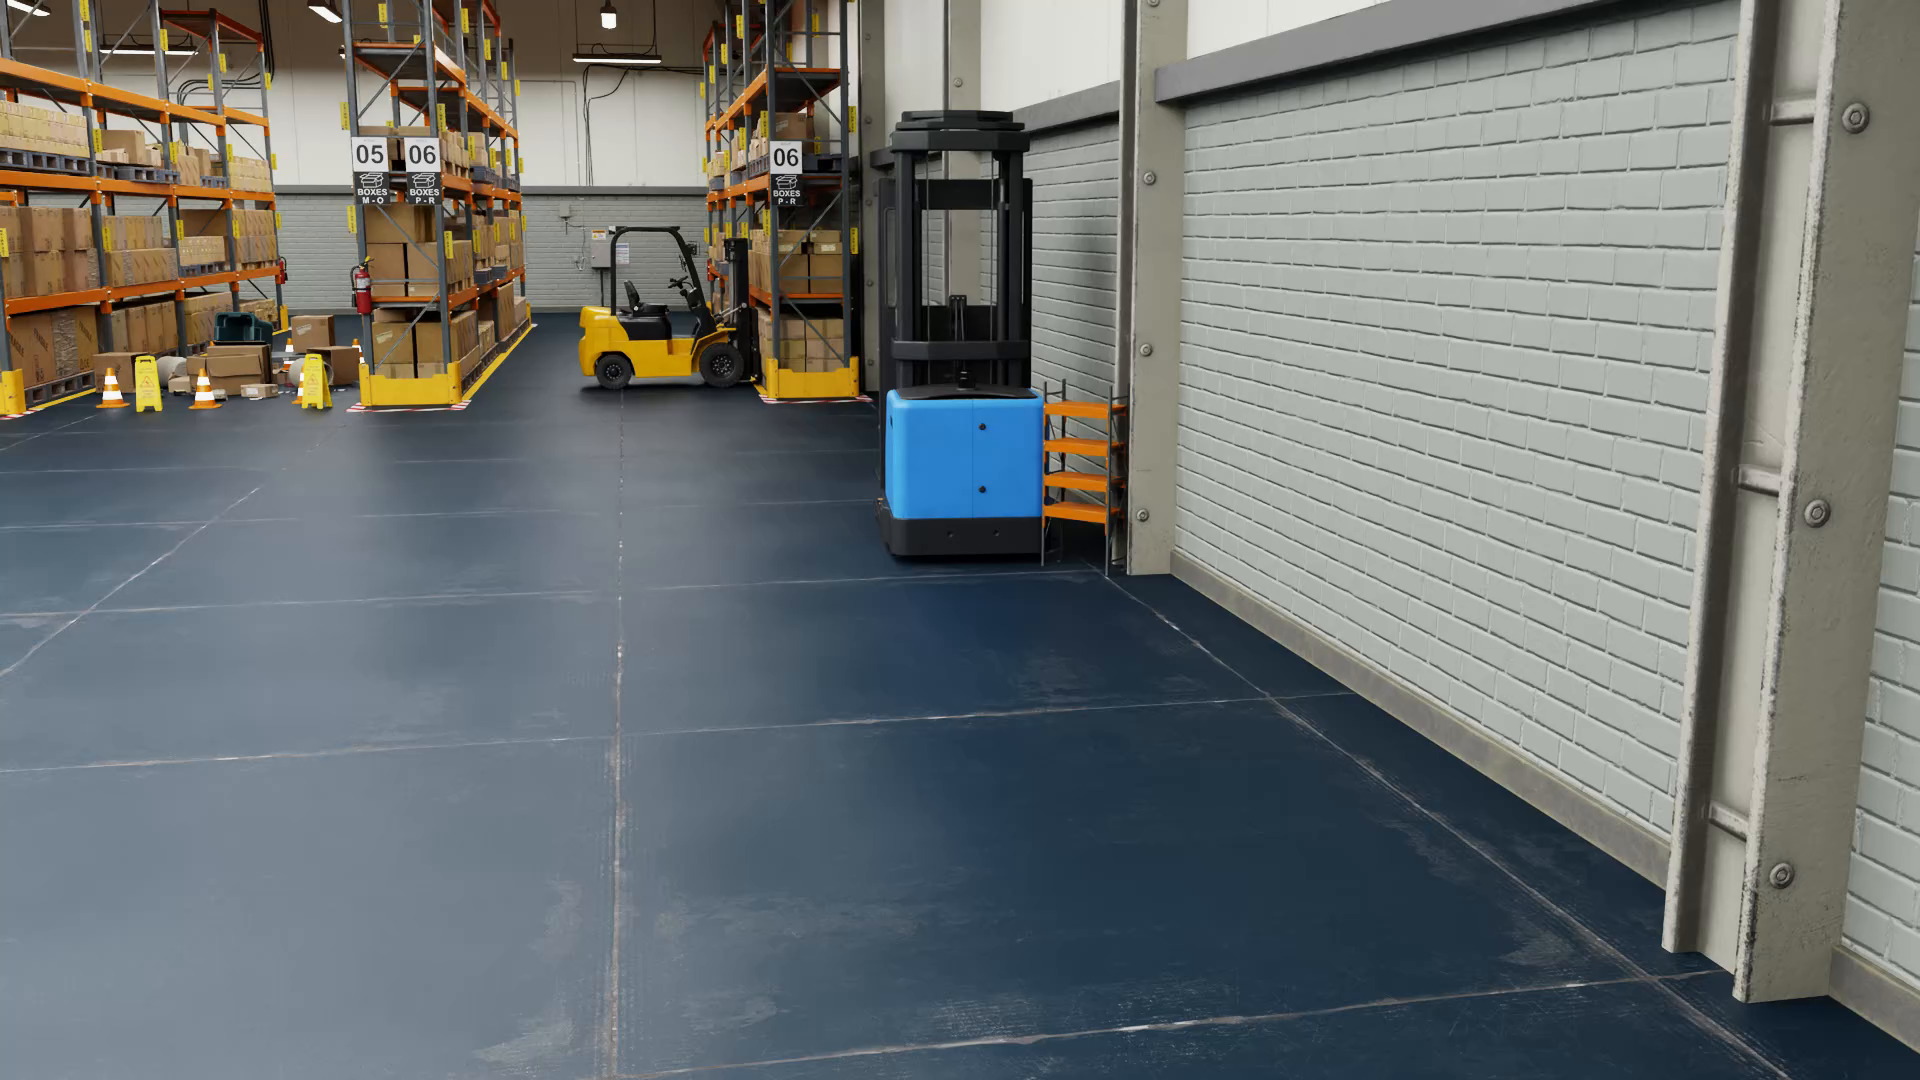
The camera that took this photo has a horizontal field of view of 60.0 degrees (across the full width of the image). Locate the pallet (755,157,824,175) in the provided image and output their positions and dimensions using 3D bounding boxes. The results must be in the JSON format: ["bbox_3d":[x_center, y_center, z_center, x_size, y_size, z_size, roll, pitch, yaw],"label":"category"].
[{"bbox_3d":[-2.252,-5.119,22.781,1.003,0.211,1.213,-2,11,-11],"label":"pallet"}]

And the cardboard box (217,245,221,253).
[{"bbox_3d":[-13.614,-5.270,30.114,0.380,0.149,0.250,-2,11,-11],"label":"cardboard box"}]

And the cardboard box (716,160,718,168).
[{"bbox_3d":[-4.400,-7.075,31.308,0.380,0.149,0.250,-2,11,-12],"label":"cardboard box"}]

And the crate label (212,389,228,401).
[{"bbox_3d":[-9.353,-1.817,20.878,0.250,0.136,0.298,-9,14,-40],"label":"crate label"}]

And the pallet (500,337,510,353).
[{"bbox_3d":[-8.403,-3.397,28.980,1.003,0.211,1.213,-2,11,-11],"label":"pallet"}]

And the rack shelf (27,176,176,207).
[{"bbox_3d":[-12.771,-5.174,24.762,1.077,0.370,4.000,-2,11,-11],"label":"rack shelf"}]

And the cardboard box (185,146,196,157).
[{"bbox_3d":[-13.766,-6.597,28.914,0.797,0.503,0.637,-2,11,-12],"label":"cardboard box"}]

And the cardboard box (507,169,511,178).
[{"bbox_3d":[-9.704,-7.663,34.923,0.500,0.250,0.500,-3,11,-16],"label":"cardboard box"}]

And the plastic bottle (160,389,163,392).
[{"bbox_3d":[-10.635,-1.966,21.860,0.283,0.061,0.133,-6,13,-31],"label":"plastic bottle"}]

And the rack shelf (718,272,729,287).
[{"bbox_3d":[-3.845,-4.814,30.892,1.077,0.370,4.000,-2,11,-11],"label":"rack shelf"}]

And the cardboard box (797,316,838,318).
[{"bbox_3d":[-1.908,-2.867,22.293,0.500,0.250,0.500,-2,11,-11],"label":"cardboard box"}]

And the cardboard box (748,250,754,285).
[{"bbox_3d":[-2.847,-4.025,24.556,0.500,0.500,0.500,-2,11,-13],"label":"cardboard box"}]

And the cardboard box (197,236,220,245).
[{"bbox_3d":[-13.615,-5.414,30.077,0.380,0.149,0.250,-2,11,-13],"label":"cardboard box"}]

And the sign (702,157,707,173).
[{"bbox_3d":[-5.544,-8.151,36.140,0.100,0.325,0.005,-2,11,-11],"label":"sign"}]

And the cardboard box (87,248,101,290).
[{"bbox_3d":[-12.298,-3.694,22.681,0.875,0.550,0.550,-2,11,-11],"label":"cardboard box"}]

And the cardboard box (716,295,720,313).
[{"bbox_3d":[-4.853,-4.872,34.834,0.500,0.500,0.500,-2,11,-10],"label":"cardboard box"}]

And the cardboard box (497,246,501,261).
[{"bbox_3d":[-8.279,-4.988,28.947,0.500,0.250,0.500,-2,11,-10],"label":"cardboard box"}]

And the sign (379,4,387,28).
[{"bbox_3d":[-8.089,-7.349,23.316,0.100,0.325,0.005,-2,11,-11],"label":"sign"}]

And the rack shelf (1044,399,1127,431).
[{"bbox_3d":[0.803,-0.795,10.562,0.480,0.148,0.258,8,13,36],"label":"rack shelf"}]

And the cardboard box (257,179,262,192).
[{"bbox_3d":[-14.178,-7.030,32.986,0.500,0.250,0.500,-2,11,-9],"label":"cardboard box"}]

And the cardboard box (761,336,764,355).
[{"bbox_3d":[-2.388,-2.605,22.254,0.500,0.250,0.500,-2,11,-12],"label":"cardboard box"}]

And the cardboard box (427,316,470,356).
[{"bbox_3d":[-6.854,-2.727,22.225,0.500,0.500,0.500,-2,11,-10],"label":"cardboard box"}]

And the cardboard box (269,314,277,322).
[{"bbox_3d":[-14.259,-4.562,34.143,0.380,0.149,0.250,-2,11,-9],"label":"cardboard box"}]

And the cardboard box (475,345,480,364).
[{"bbox_3d":[-7.167,-2.643,23.791,0.500,0.250,0.500,-2,11,-8],"label":"cardboard box"}]

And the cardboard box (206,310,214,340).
[{"bbox_3d":[-13.253,-3.725,28.805,0.500,0.500,0.500,-2,11,-12],"label":"cardboard box"}]

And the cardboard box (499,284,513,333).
[{"bbox_3d":[-8.719,-4.240,30.508,0.875,0.875,0.875,-2,11,-9],"label":"cardboard box"}]

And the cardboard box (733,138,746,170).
[{"bbox_3d":[-3.357,-6.348,27.347,0.700,0.500,0.500,-2,11,-12],"label":"cardboard box"}]

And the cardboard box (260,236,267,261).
[{"bbox_3d":[-14.173,-5.823,33.206,0.500,0.500,0.500,-2,11,-11],"label":"cardboard box"}]

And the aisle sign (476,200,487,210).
[{"bbox_3d":[-10.178,-7.367,35.425,0.394,0.787,0.004,-2,11,-11],"label":"aisle sign"}]

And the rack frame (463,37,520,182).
[{"bbox_3d":[-9.880,-9.034,35.094,1.000,3.000,0.127,-2,11,-11],"label":"rack frame"}]

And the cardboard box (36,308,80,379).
[{"bbox_3d":[-12.149,-2.567,21.720,0.875,0.875,0.875,-2,11,-11],"label":"cardboard box"}]

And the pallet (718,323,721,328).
[{"bbox_3d":[-4.366,-4.291,33.675,1.003,0.211,1.213,-2,11,-11],"label":"pallet"}]

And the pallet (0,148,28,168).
[{"bbox_3d":[-11.758,-4.520,19.634,1.003,0.211,1.213,-2,11,-11],"label":"pallet"}]

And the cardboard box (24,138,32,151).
[{"bbox_3d":[-11.552,-4.819,20.253,0.380,0.149,0.250,-2,11,-11],"label":"cardboard box"}]

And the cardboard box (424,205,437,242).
[{"bbox_3d":[-7.333,-4.204,22.025,0.700,0.500,0.500,-2,11,-11],"label":"cardboard box"}]

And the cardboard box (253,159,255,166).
[{"bbox_3d":[-14.212,-7.490,33.004,0.380,0.149,0.250,-2,11,-12],"label":"cardboard box"}]

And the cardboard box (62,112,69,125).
[{"bbox_3d":[-11.852,-5.491,21.650,0.380,0.149,0.250,-2,11,-10],"label":"cardboard box"}]

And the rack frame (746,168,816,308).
[{"bbox_3d":[-2.678,-4.067,25.043,1.000,3.000,0.127,-2,11,-11],"label":"rack frame"}]

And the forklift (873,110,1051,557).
[{"bbox_3d":[-0.060,-1.557,12.037,1.130,2.935,3.031,-1,11,-5],"label":"forklift"}]

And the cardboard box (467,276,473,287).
[{"bbox_3d":[-7.129,-3.669,23.624,0.380,0.149,0.250,-2,11,-10],"label":"cardboard box"}]

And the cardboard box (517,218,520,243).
[{"bbox_3d":[-9.329,-6.362,34.157,0.500,0.500,0.500,-2,11,-11],"label":"cardboard box"}]

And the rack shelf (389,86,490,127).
[{"bbox_3d":[-7.935,-6.650,25.562,1.077,0.370,4.000,-2,11,-11],"label":"rack shelf"}]

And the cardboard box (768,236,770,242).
[{"bbox_3d":[-2.332,-3.997,21.875,0.380,0.149,0.250,-2,11,-10],"label":"cardboard box"}]

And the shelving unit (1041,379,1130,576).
[{"bbox_3d":[0.803,-0.409,10.635,0.503,1.200,0.258,8,13,36],"label":"shelving unit"}]

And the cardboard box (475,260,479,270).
[{"bbox_3d":[-7.343,-4.082,24.668,0.380,0.149,0.250,-2,11,-10],"label":"cardboard box"}]

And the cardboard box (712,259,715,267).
[{"bbox_3d":[-5.015,-5.836,35.010,0.380,0.149,0.250,-2,11,-13],"label":"cardboard box"}]

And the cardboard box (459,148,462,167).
[{"bbox_3d":[-7.012,-5.174,22.442,0.500,0.250,0.500,-2,11,-12],"label":"cardboard box"}]

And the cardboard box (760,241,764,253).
[{"bbox_3d":[-2.515,-3.989,22.631,0.380,0.149,0.250,-2,11,-11],"label":"cardboard box"}]

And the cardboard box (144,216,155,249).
[{"bbox_3d":[-12.982,-4.786,25.878,0.700,0.500,0.500,-2,11,-12],"label":"cardboard box"}]

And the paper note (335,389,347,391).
[{"bbox_3d":[-8.252,-2.003,22.139,0.142,0.019,0.148,-6,13,-31],"label":"paper note"}]

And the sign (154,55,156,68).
[{"bbox_3d":[-14.473,-8.583,30.015,0.100,0.325,0.005,-2,11,-11],"label":"sign"}]

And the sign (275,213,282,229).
[{"bbox_3d":[-14.167,-6.629,34.560,0.100,0.325,0.005,-2,11,-11],"label":"sign"}]

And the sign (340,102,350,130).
[{"bbox_3d":[-7.316,-5.044,19.787,0.100,0.325,0.005,-2,11,-11],"label":"sign"}]
